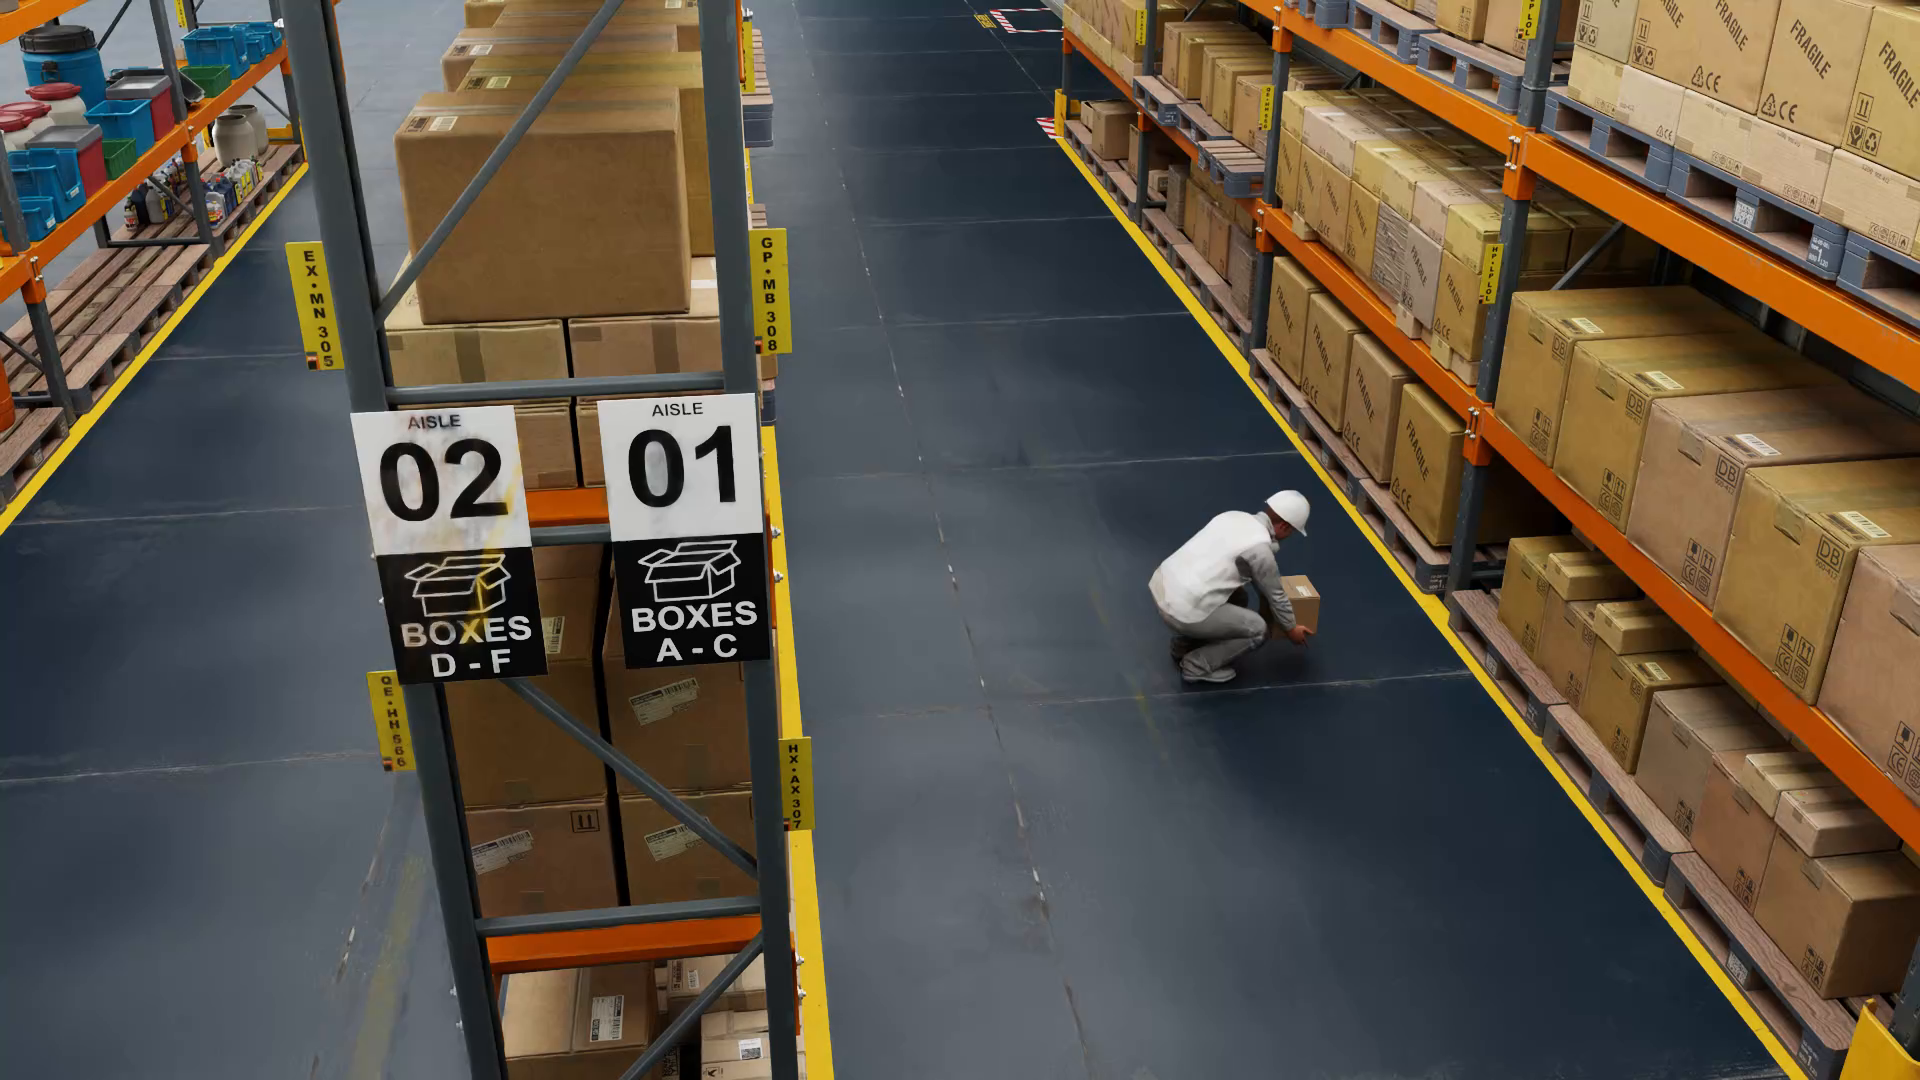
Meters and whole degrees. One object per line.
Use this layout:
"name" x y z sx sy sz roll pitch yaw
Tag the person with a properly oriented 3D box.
"person" 1.468 0.235 8.982 0.879 1.012 0.521 -4 27 -8
